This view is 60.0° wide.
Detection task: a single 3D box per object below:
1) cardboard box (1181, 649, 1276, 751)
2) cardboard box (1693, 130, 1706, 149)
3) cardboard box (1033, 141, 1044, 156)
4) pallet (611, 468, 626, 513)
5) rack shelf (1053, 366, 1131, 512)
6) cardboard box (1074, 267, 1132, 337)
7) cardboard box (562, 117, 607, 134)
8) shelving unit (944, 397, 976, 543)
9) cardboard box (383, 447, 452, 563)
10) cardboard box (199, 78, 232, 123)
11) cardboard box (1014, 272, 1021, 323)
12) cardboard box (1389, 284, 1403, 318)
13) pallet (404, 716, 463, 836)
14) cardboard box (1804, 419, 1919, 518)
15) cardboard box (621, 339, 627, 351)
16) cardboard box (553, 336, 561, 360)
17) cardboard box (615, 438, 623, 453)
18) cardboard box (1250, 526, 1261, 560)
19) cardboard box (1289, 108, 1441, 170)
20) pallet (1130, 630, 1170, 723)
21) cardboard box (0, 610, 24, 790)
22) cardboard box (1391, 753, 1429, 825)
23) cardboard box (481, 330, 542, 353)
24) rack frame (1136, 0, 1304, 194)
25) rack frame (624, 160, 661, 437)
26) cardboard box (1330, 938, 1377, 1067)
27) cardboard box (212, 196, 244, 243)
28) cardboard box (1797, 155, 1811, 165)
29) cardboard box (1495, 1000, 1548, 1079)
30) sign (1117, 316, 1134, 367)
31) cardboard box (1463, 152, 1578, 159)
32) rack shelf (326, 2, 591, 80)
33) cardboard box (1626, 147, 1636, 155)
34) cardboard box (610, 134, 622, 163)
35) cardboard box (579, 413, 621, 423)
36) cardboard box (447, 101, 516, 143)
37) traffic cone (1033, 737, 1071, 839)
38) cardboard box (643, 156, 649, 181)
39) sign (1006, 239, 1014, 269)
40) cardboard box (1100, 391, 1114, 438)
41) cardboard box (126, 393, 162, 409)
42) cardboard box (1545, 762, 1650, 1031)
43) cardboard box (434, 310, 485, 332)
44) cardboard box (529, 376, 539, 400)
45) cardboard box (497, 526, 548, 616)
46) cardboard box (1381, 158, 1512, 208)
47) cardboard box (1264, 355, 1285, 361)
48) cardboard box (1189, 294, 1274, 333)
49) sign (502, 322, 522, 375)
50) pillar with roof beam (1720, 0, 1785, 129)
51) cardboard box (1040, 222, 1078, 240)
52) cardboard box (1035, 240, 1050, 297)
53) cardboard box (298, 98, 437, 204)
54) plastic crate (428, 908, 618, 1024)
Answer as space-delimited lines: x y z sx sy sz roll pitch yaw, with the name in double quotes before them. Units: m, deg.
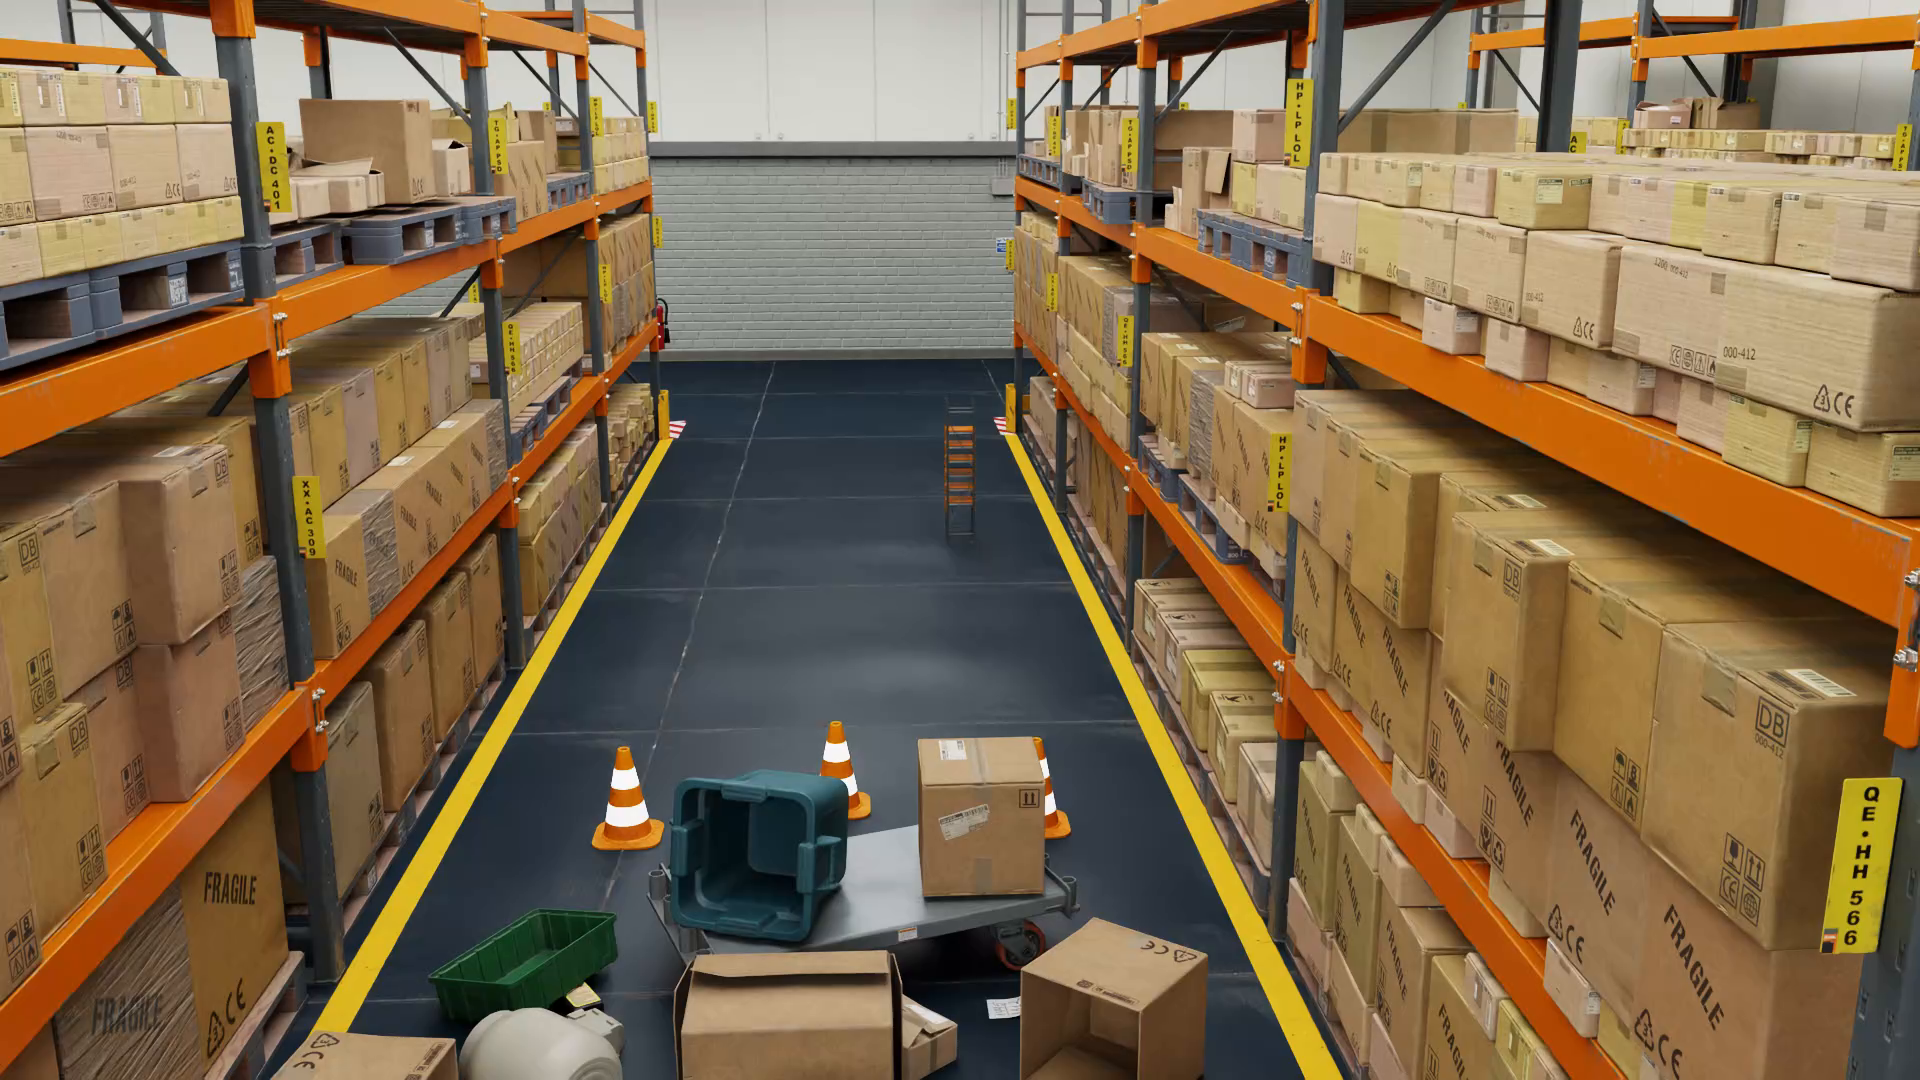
"cardboard box" 1.729 0.865 9.074 0.950 0.372 0.625 0 14 -2
"cardboard box" 6.074 -3.180 13.209 0.380 0.149 0.250 -1 14 -3
"cardboard box" 0.952 -4.015 17.052 0.380 0.149 0.250 0 14 -1
"pallet" -3.650 -0.426 15.258 1.003 0.211 1.213 -1 14 -3
"rack shelf" 1.485 -0.866 12.815 1.077 0.370 4.000 -1 14 -3
"cardboard box" 1.190 -1.879 13.104 0.500 0.500 0.500 -1 14 -5
"cardboard box" -3.412 -3.760 15.099 0.380 0.149 0.250 -1 14 -5
"shelving unit" 0.001 -0.577 13.863 0.258 1.200 0.189 -1 14 -3
"cardboard box" -2.933 -0.180 8.505 0.500 0.500 0.500 -1 14 -3
"cardboard box" -2.736 -1.503 5.690 0.380 0.149 0.250 -1 14 -4
"cardboard box" 0.857 -2.631 18.031 0.500 0.500 0.500 -1 14 -4
"cardboard box" 1.718 -0.846 5.778 0.380 0.149 0.250 -1 14 -3
"pallet" -3.279 1.235 8.802 1.003 0.211 1.213 -1 14 -3
"cardboard box" 1.804 -0.143 3.045 0.380 0.149 0.250 -1 14 -3
"cardboard box" -3.394 -1.891 15.859 0.380 0.149 0.250 0 14 -1
"cardboard box" -3.285 -1.480 12.823 0.380 0.149 0.250 -2 15 -6
"cardboard box" -3.440 -0.929 15.900 0.380 0.149 0.250 0 14 -1
"cardboard box" 1.551 0.007 7.642 0.380 0.149 0.250 -1 14 -5
"cardboard box" 1.694 -1.690 7.009 0.500 0.250 0.500 -1 14 -2
"pallet" 1.656 0.828 10.384 1.003 0.211 1.213 -1 14 -3
"cardboard box" -2.839 0.409 3.948 0.875 0.550 0.550 -1 14 -3
"cardboard box" 1.626 0.801 5.396 0.380 0.149 0.250 -1 14 -3
"cardboard box" -3.243 -1.430 12.031 0.380 0.149 0.250 0 14 -2
"rack frame" 1.609 -3.622 10.045 1.000 3.000 0.127 -1 14 -3
"rack frame" -3.821 -2.605 18.130 1.000 3.000 0.127 -1 14 -3
"cardboard box" 1.669 1.690 6.114 0.500 0.250 0.500 0 14 0
"cardboard box" -2.735 -1.117 5.791 0.380 0.149 0.250 -1 14 -4
"cardboard box" 6.289 -2.706 12.006 0.380 0.149 0.250 -1 14 -3
"cardboard box" 1.693 1.376 4.528 0.380 0.149 0.250 -1 14 -3
"sign" 1.056 -1.268 10.611 0.100 0.325 0.005 -1 14 -3
"cardboard box" 2.095 -1.364 6.191 0.380 0.149 0.250 -1 14 -2
"rack shelf" -3.449 -3.476 11.723 1.077 0.370 4.000 -1 14 -3
"cardboard box" 5.937 -3.291 14.240 0.380 0.149 0.250 -1 14 -3
"cardboard box" -3.407 -3.605 15.295 0.500 0.250 0.500 -1 14 -2
"cardboard box" -3.483 -1.137 16.109 0.380 0.149 0.250 -1 15 -6
"cardboard box" -3.107 -2.720 10.822 0.396 0.266 0.258 -1 14 -3
"traffic cone" 0.383 1.220 8.356 0.336 0.463 0.334 -1 14 -3
"cardboard box" -3.528 -3.876 17.351 0.500 0.250 0.500 -1 14 -5
"sign" 0.559 -3.157 18.380 0.100 0.325 0.005 -1 14 -3
"cardboard box" 1.271 -0.893 11.777 0.500 0.250 0.500 -1 14 -2
"cardboard box" -8.601 -1.343 16.649 0.875 0.875 0.875 -1 14 -3
"cardboard box" 1.770 0.825 4.002 0.500 0.500 0.500 -1 14 -3
"cardboard box" -3.971 -1.742 13.243 0.380 0.149 0.250 -1 14 -3
"cardboard box" -3.222 -1.078 11.859 0.380 0.149 0.250 0 14 -2
"cardboard box" -3.114 0.212 11.356 0.500 0.500 0.500 -2 15 -6
"cardboard box" 1.593 -1.160 5.399 0.380 0.149 0.250 -1 14 -4
"cardboard box" 1.990 -0.750 9.281 0.500 0.500 0.500 -2 15 -7
"cardboard box" 1.823 -1.376 11.147 0.500 0.500 0.500 -1 14 -5
"sign" -2.771 -1.185 10.290 0.100 0.325 0.005 -1 14 -3
"pillar with roof beam" 2.875 -4.815 14.681 9.100 9.000 0.400 -1 14 -3
"cardboard box" 0.978 -3.010 16.195 0.380 0.149 0.250 -1 14 -3
"cardboard box" 0.992 -2.610 15.943 0.500 0.500 0.500 -1 14 -3
"cardboard box" -2.938 -1.940 8.283 0.500 0.500 0.500 -1 14 -3
"plastic crate" -1.759 1.737 6.785 0.450 0.188 0.662 -4 11 28
